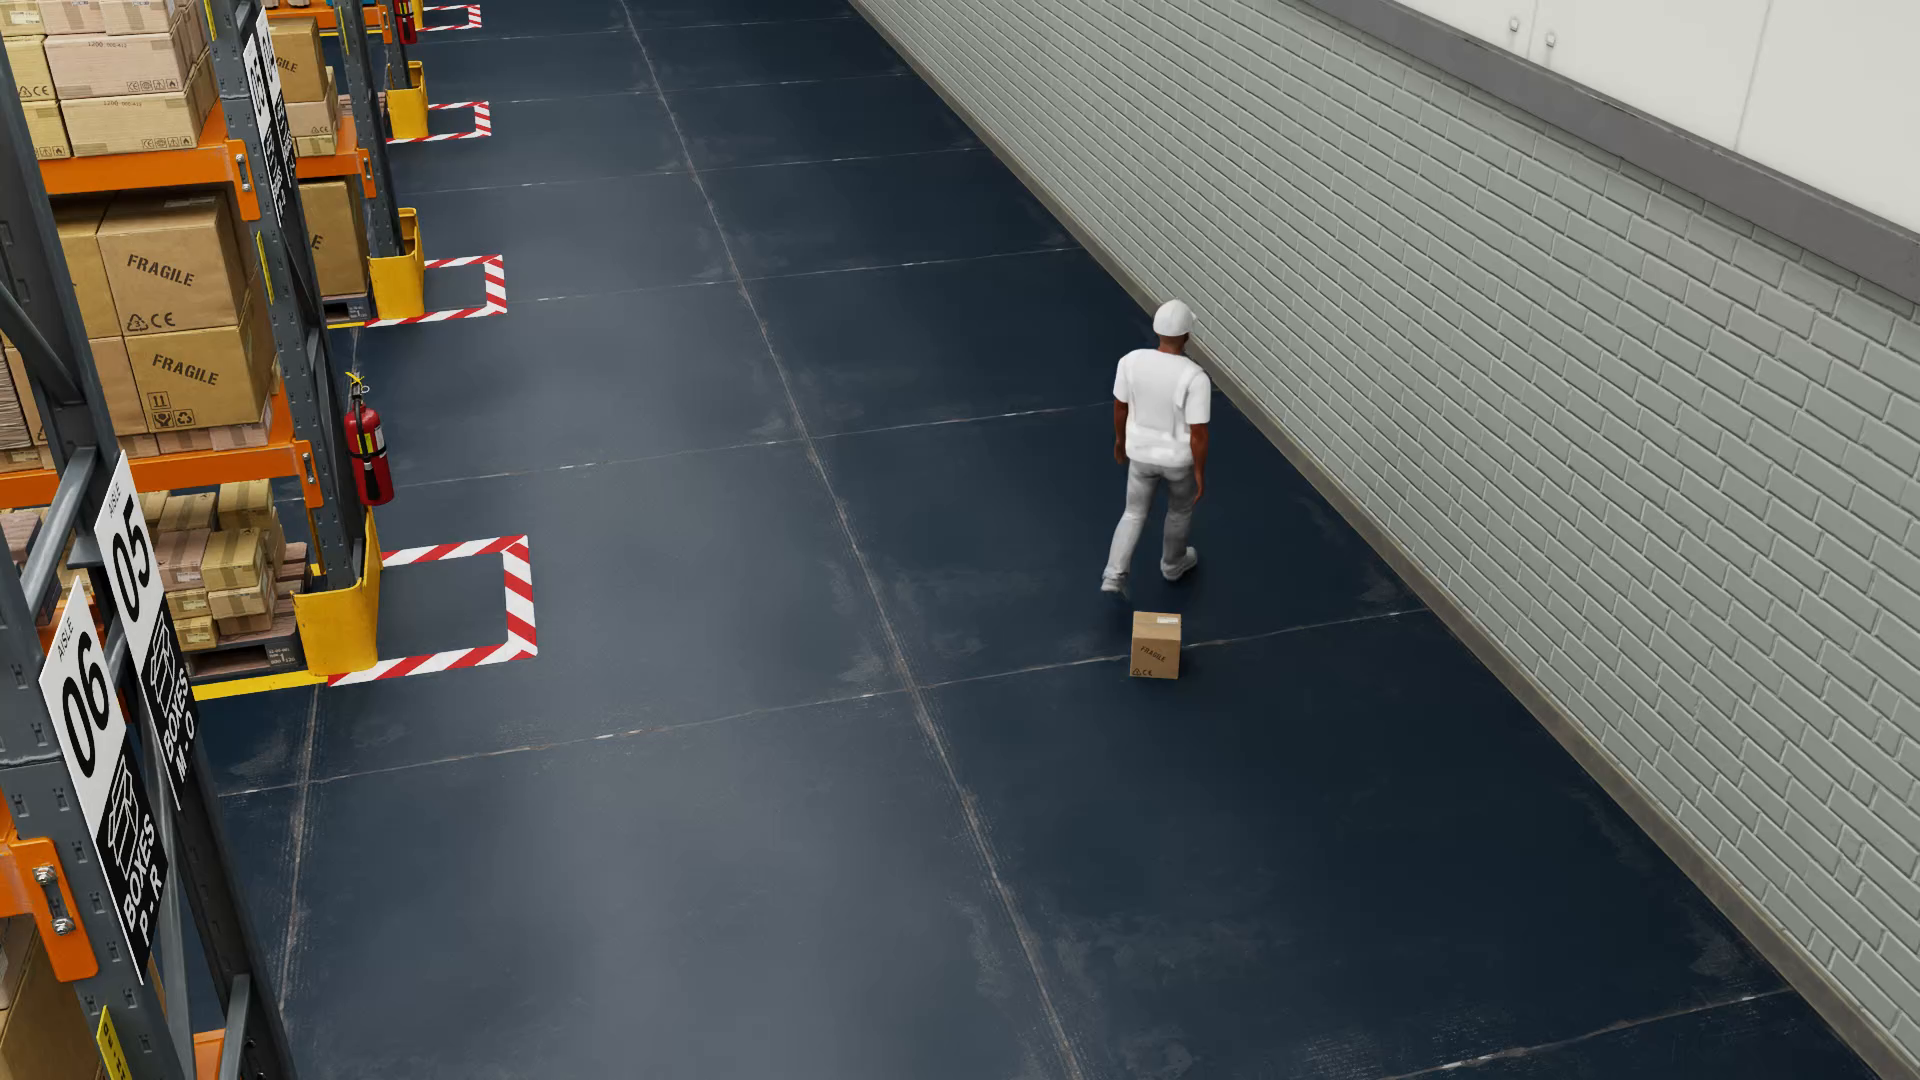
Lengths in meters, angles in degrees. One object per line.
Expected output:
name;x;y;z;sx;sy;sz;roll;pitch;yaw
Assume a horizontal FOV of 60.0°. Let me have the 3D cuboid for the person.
person;1.075;-0.464;9.014;0.591;1.742;0.910;15;33;24
